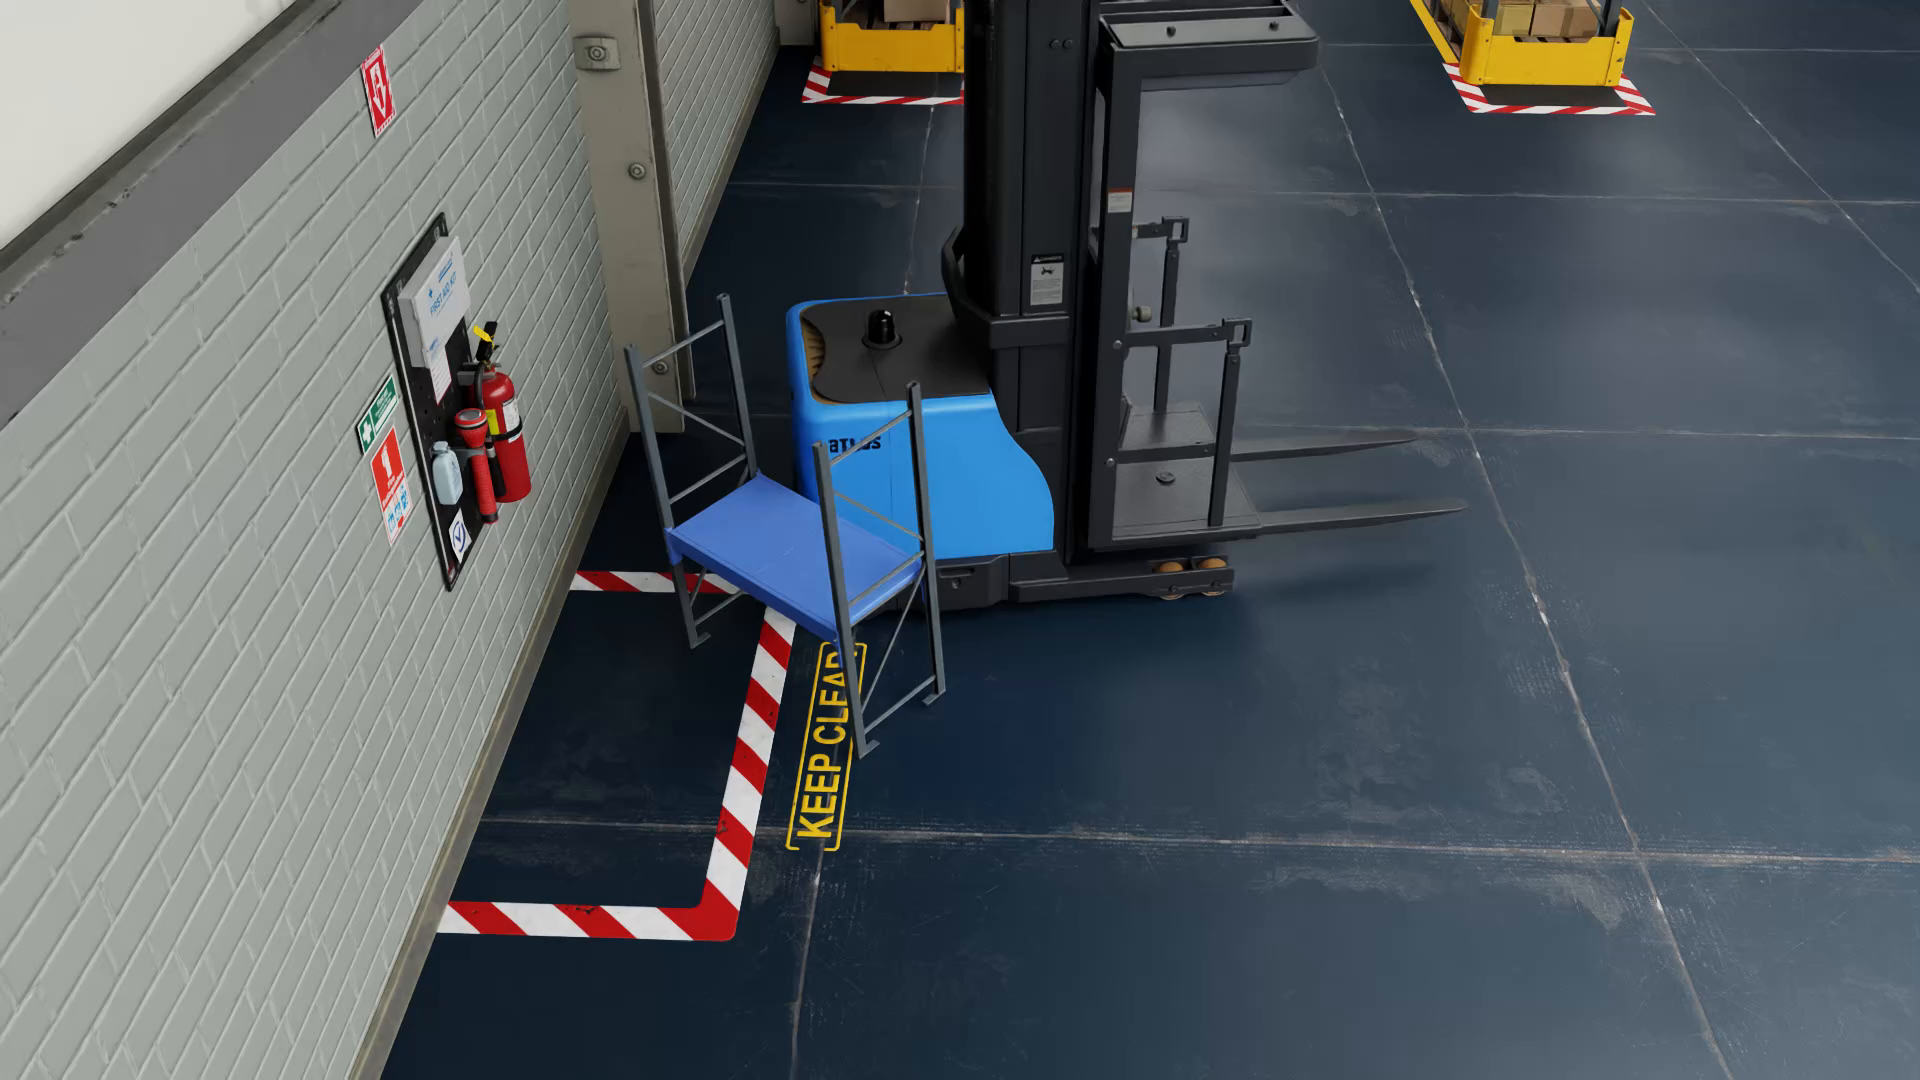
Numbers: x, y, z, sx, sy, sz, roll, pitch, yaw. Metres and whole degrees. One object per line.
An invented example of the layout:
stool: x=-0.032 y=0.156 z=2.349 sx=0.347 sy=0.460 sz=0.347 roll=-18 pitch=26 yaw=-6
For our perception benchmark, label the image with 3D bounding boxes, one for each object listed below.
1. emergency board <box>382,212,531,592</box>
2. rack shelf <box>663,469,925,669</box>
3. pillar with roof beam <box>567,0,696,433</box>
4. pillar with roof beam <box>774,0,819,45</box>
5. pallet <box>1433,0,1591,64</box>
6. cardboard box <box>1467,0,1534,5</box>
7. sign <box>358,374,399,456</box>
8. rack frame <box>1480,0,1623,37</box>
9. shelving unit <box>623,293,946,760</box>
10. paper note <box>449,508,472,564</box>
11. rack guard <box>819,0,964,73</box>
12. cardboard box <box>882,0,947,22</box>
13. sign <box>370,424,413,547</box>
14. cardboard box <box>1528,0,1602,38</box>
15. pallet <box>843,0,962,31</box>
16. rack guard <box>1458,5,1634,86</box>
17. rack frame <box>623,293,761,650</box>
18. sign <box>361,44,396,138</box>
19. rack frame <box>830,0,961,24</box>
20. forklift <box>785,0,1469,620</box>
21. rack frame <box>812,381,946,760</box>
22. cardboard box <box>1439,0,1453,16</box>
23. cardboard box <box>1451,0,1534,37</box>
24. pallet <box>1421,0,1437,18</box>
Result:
emergency board: x=-1.705 y=-0.476 z=5.819 sx=0.194 sy=1.169 sz=0.643 roll=1 pitch=35 yaw=2
rack shelf: x=-0.644 y=0.092 z=6.595 sx=1.000 sy=0.185 sz=0.538 roll=28 pitch=48 yaw=34
pillar with roof beam: x=2.734 y=-4.250 z=5.971 sx=9.100 sy=9.000 sz=0.400 roll=1 pitch=35 yaw=2
pillar with roof beam: x=2.975 y=-7.697 z=10.876 sx=9.100 sy=9.000 sz=0.400 roll=1 pitch=35 yaw=2
pallet: x=4.448 y=-4.107 z=13.411 sx=1.003 sy=0.211 sz=1.213 roll=1 pitch=35 yaw=2
cardboard box: x=4.183 y=-4.477 z=12.885 sx=0.500 sy=0.500 sz=0.500 roll=1 pitch=35 yaw=2
sign: x=-1.821 y=-0.395 z=5.211 sx=0.001 sy=0.109 sz=0.331 roll=1 pitch=35 yaw=2
rack frame: x=4.459 y=-4.808 z=11.982 sx=1.000 sy=3.000 sz=0.127 roll=1 pitch=35 yaw=2
shelving unit: x=-0.654 y=-0.048 z=6.483 sx=1.048 sy=1.500 sz=0.538 roll=28 pitch=48 yaw=34
paper note: x=-1.781 y=-0.016 z=5.930 sx=0.016 sy=0.148 sz=0.142 roll=1 pitch=35 yaw=2
rack guard: x=-0.488 y=-3.941 z=12.923 sx=1.175 sy=0.500 sz=0.348 roll=1 pitch=35 yaw=2
cardboard box: x=-0.373 y=-4.396 z=13.351 sx=0.500 sy=0.311 sz=0.500 roll=-2 pitch=35 yaw=-3
sign: x=-1.830 y=-0.176 z=5.360 sx=0.001 sy=0.329 sz=0.234 roll=1 pitch=35 yaw=2
cardboard box: x=4.703 y=-4.158 z=13.083 sx=0.500 sy=0.250 sz=0.500 roll=1 pitch=35 yaw=2
pallet: x=-0.420 y=-4.289 z=13.669 sx=1.003 sy=0.211 sz=1.213 roll=1 pitch=35 yaw=2
rack guard: x=4.458 y=-3.771 z=12.682 sx=1.175 sy=0.500 sz=0.348 roll=1 pitch=35 yaw=2
rack frame: x=-1.029 y=-0.245 z=6.763 sx=0.032 sy=1.500 sz=0.500 roll=28 pitch=48 yaw=34
sign: x=-1.805 y=-1.422 z=5.149 sx=0.001 sy=0.298 sz=0.199 roll=1 pitch=35 yaw=2
rack frame: x=-0.491 y=-4.920 z=12.142 sx=1.000 sy=3.000 sz=0.127 roll=1 pitch=35 yaw=2
forklift: x=0.774 y=-1.231 z=6.952 sx=3.031 sy=2.935 sz=1.130 roll=-5 pitch=35 yaw=-7
rack frame: x=-0.279 y=0.149 z=6.202 sx=0.032 sy=1.500 sz=0.500 roll=28 pitch=48 yaw=34
cardboard box: x=4.194 y=-4.457 z=13.510 sx=0.500 sy=0.250 sz=0.500 roll=1 pitch=35 yaw=2
cardboard box: x=4.186 y=-4.170 z=13.100 sx=0.500 sy=0.250 sz=0.500 roll=1 pitch=35 yaw=2
pallet: x=4.500 y=-4.807 z=14.405 sx=1.003 sy=0.211 sz=1.213 roll=1 pitch=35 yaw=2
